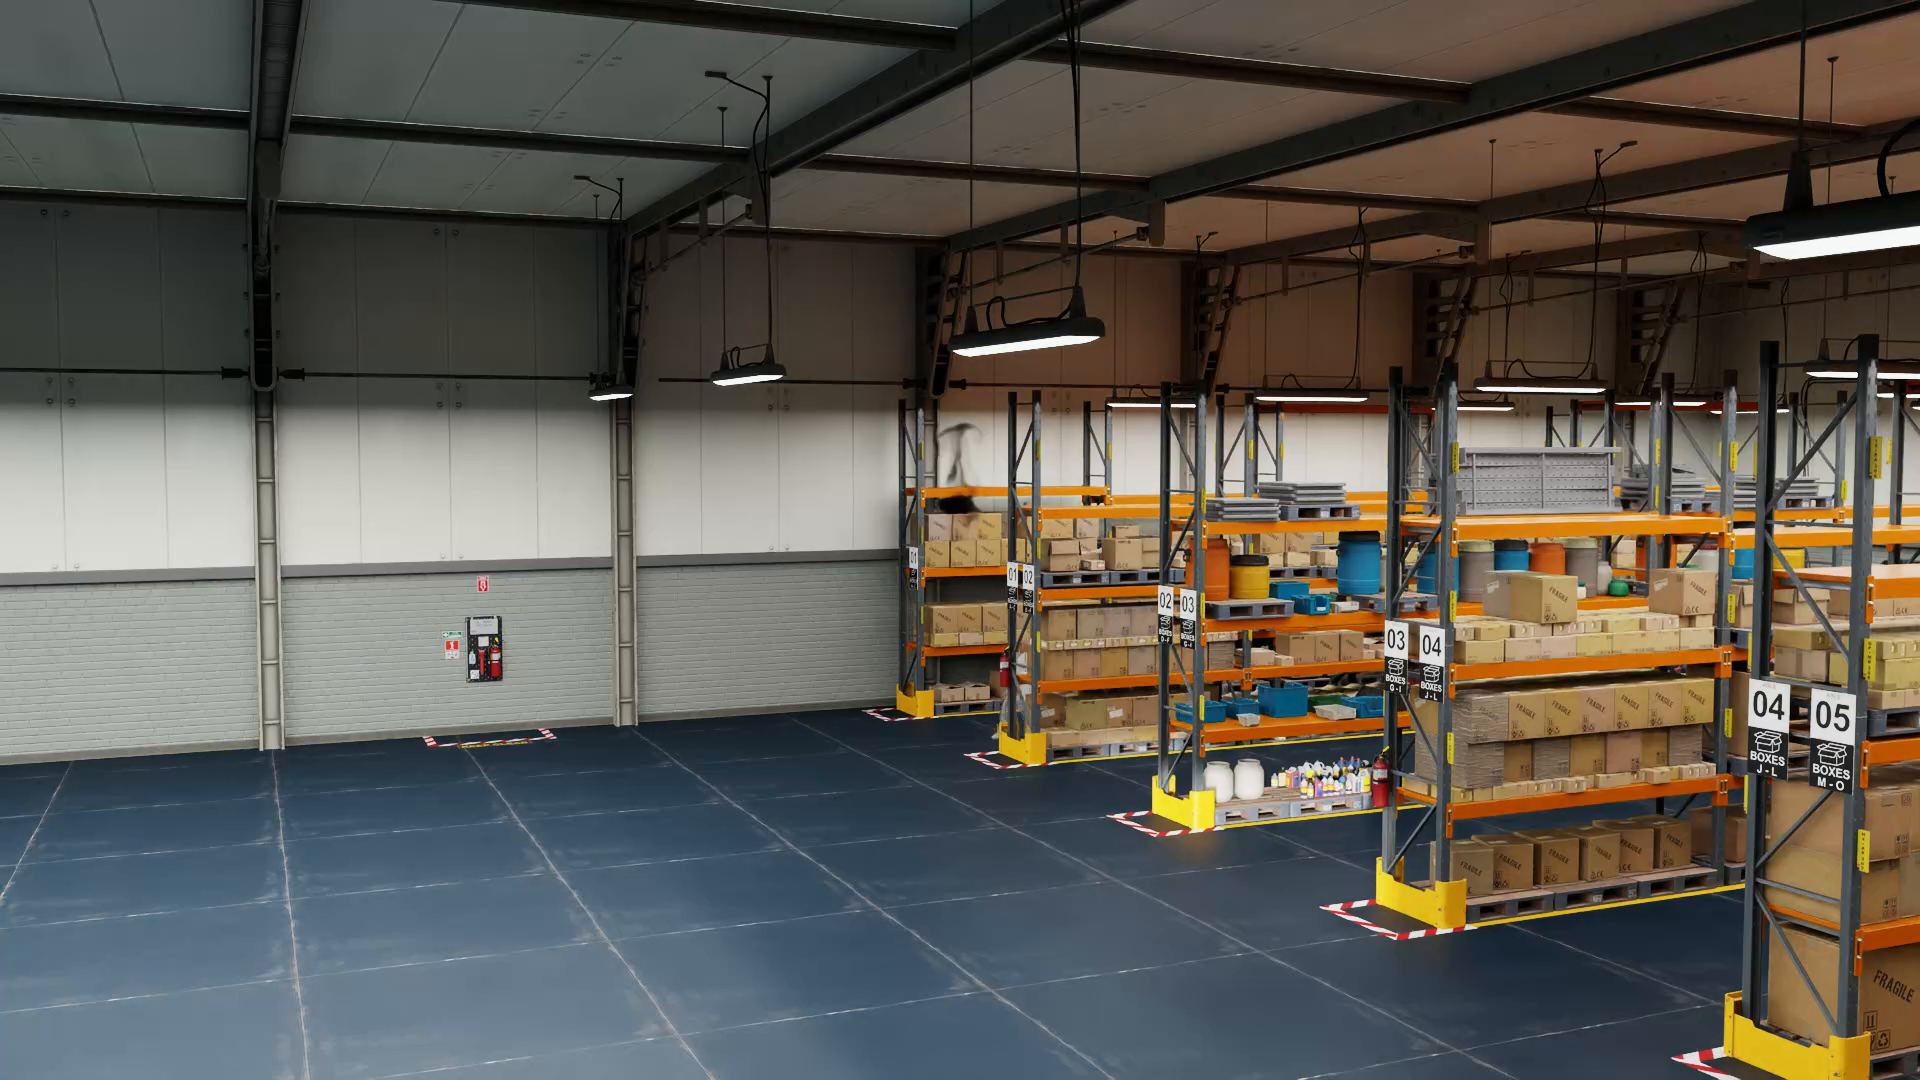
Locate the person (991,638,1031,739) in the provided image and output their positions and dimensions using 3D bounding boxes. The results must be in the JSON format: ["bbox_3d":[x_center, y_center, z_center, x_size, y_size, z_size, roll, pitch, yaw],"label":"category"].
[{"bbox_3d":[1.098,2.593,28.983,0.998,1.784,0.732,-2,4,-29],"label":"person"}]

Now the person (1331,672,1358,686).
[{"bbox_3d":[7.486,2.515,31.924,0.889,1.596,0.537,-1,4,-21],"label":"person"}]
